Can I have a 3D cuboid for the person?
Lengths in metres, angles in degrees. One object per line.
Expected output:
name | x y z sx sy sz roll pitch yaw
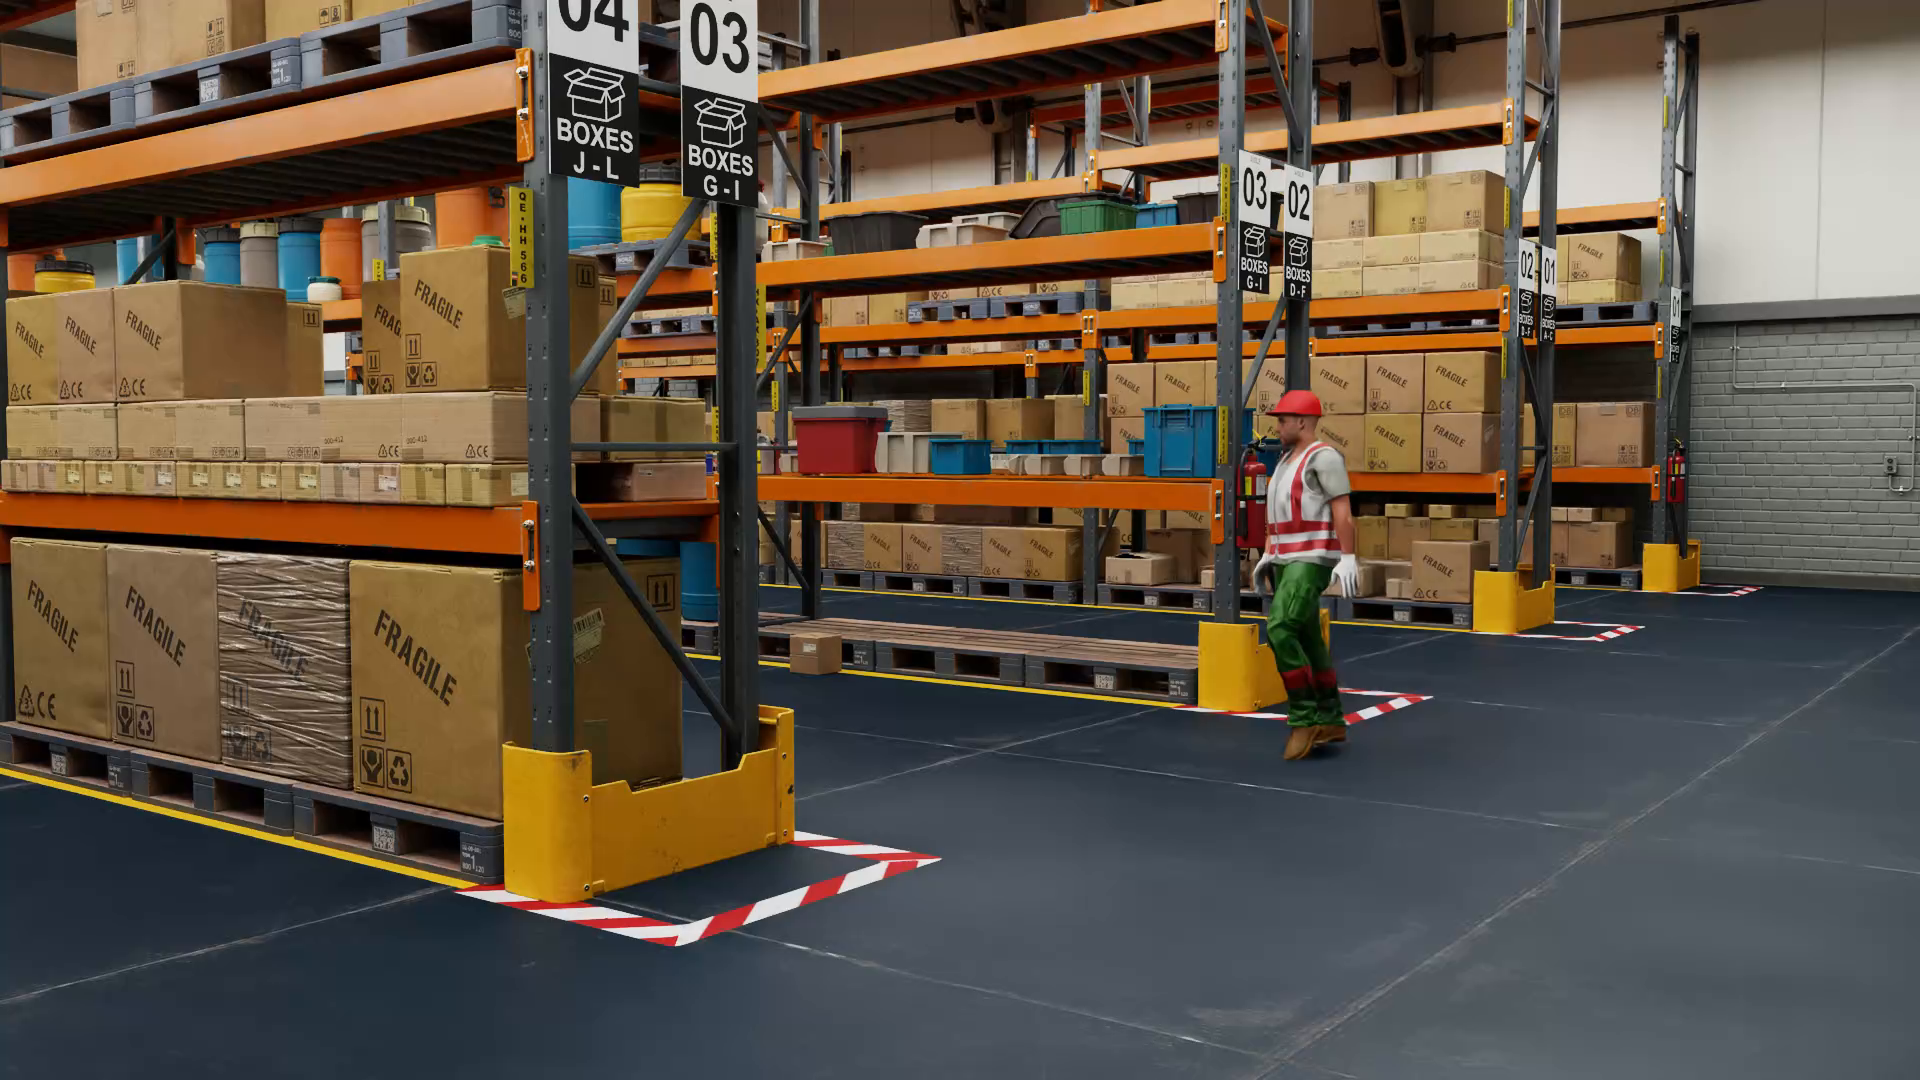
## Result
person | 1.697 0.164 8.309 0.475 1.829 0.637 -1 3 -16
